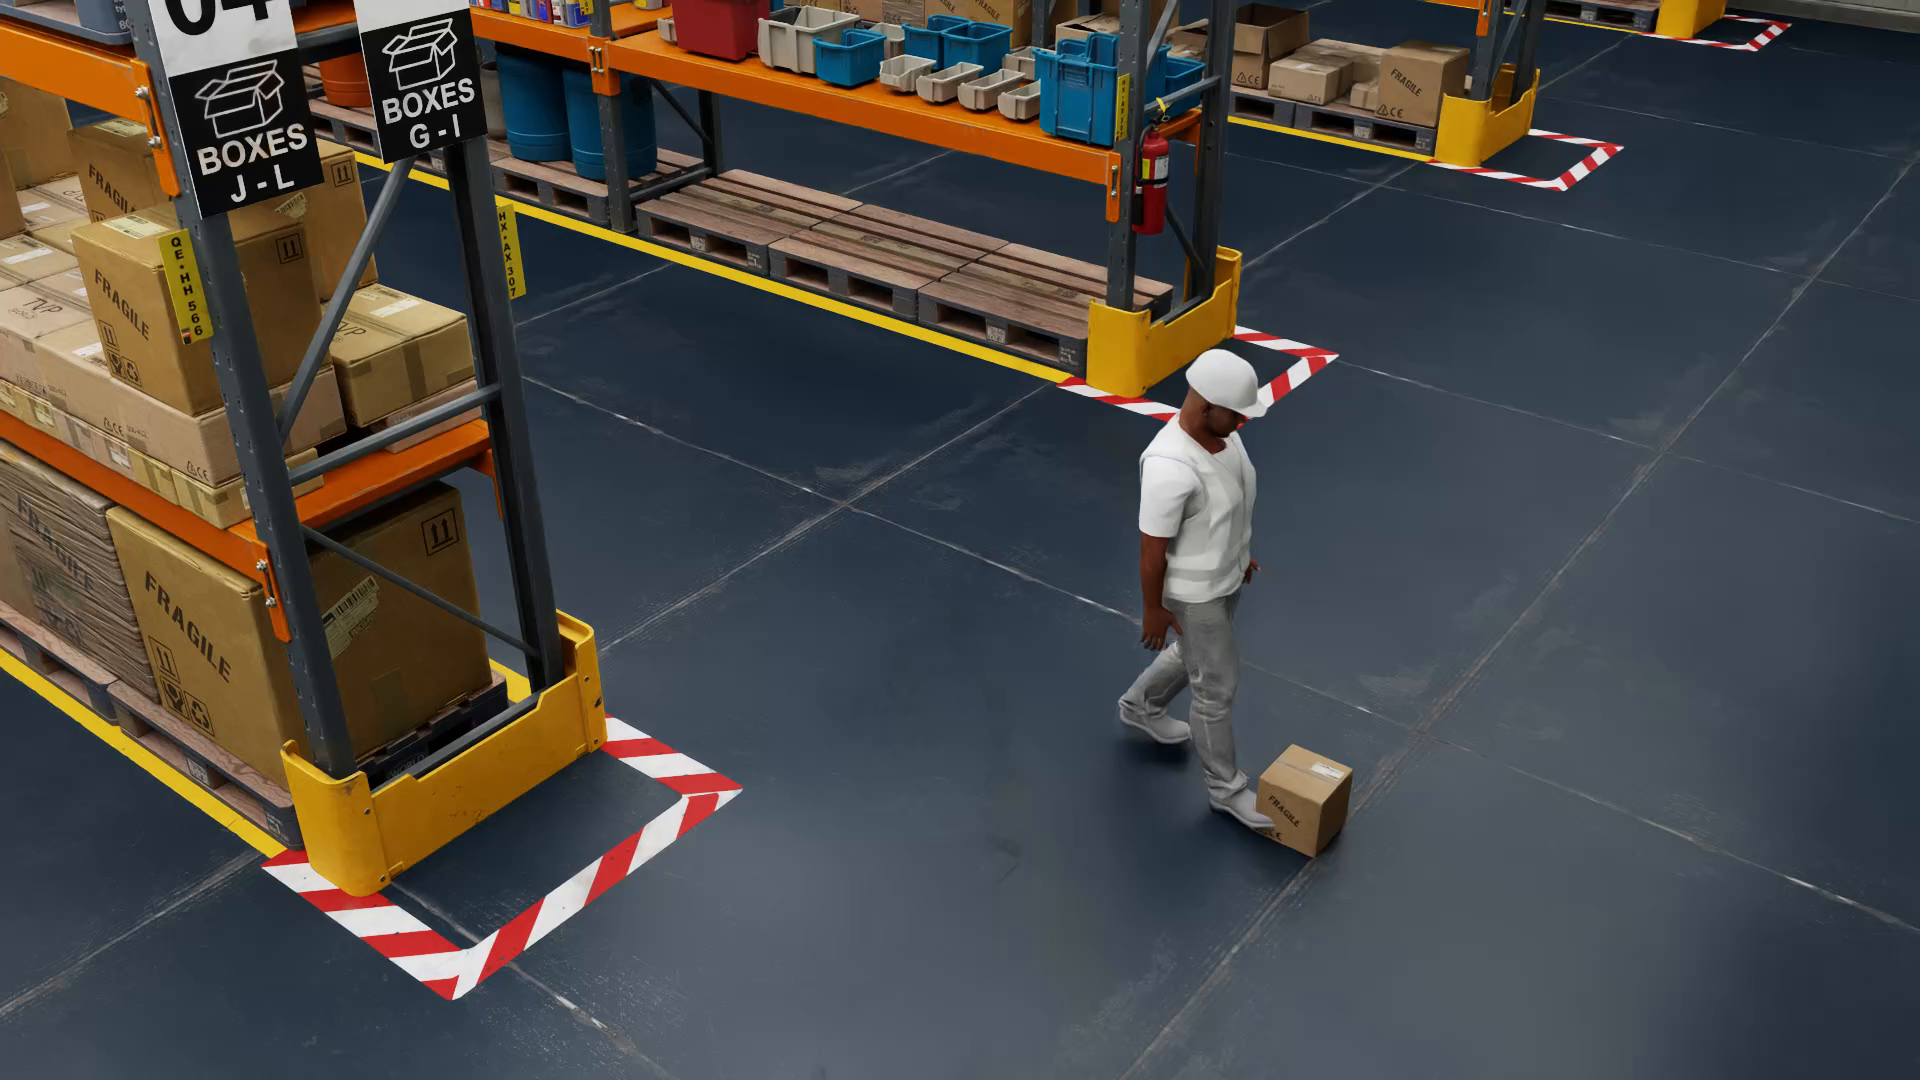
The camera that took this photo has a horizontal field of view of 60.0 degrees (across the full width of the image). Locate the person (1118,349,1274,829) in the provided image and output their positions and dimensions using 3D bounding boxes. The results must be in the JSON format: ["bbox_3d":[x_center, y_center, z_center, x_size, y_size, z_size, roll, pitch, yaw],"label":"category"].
[{"bbox_3d":[0.909,0.139,5.858,0.772,1.752,0.617,16,34,24],"label":"person"}]
